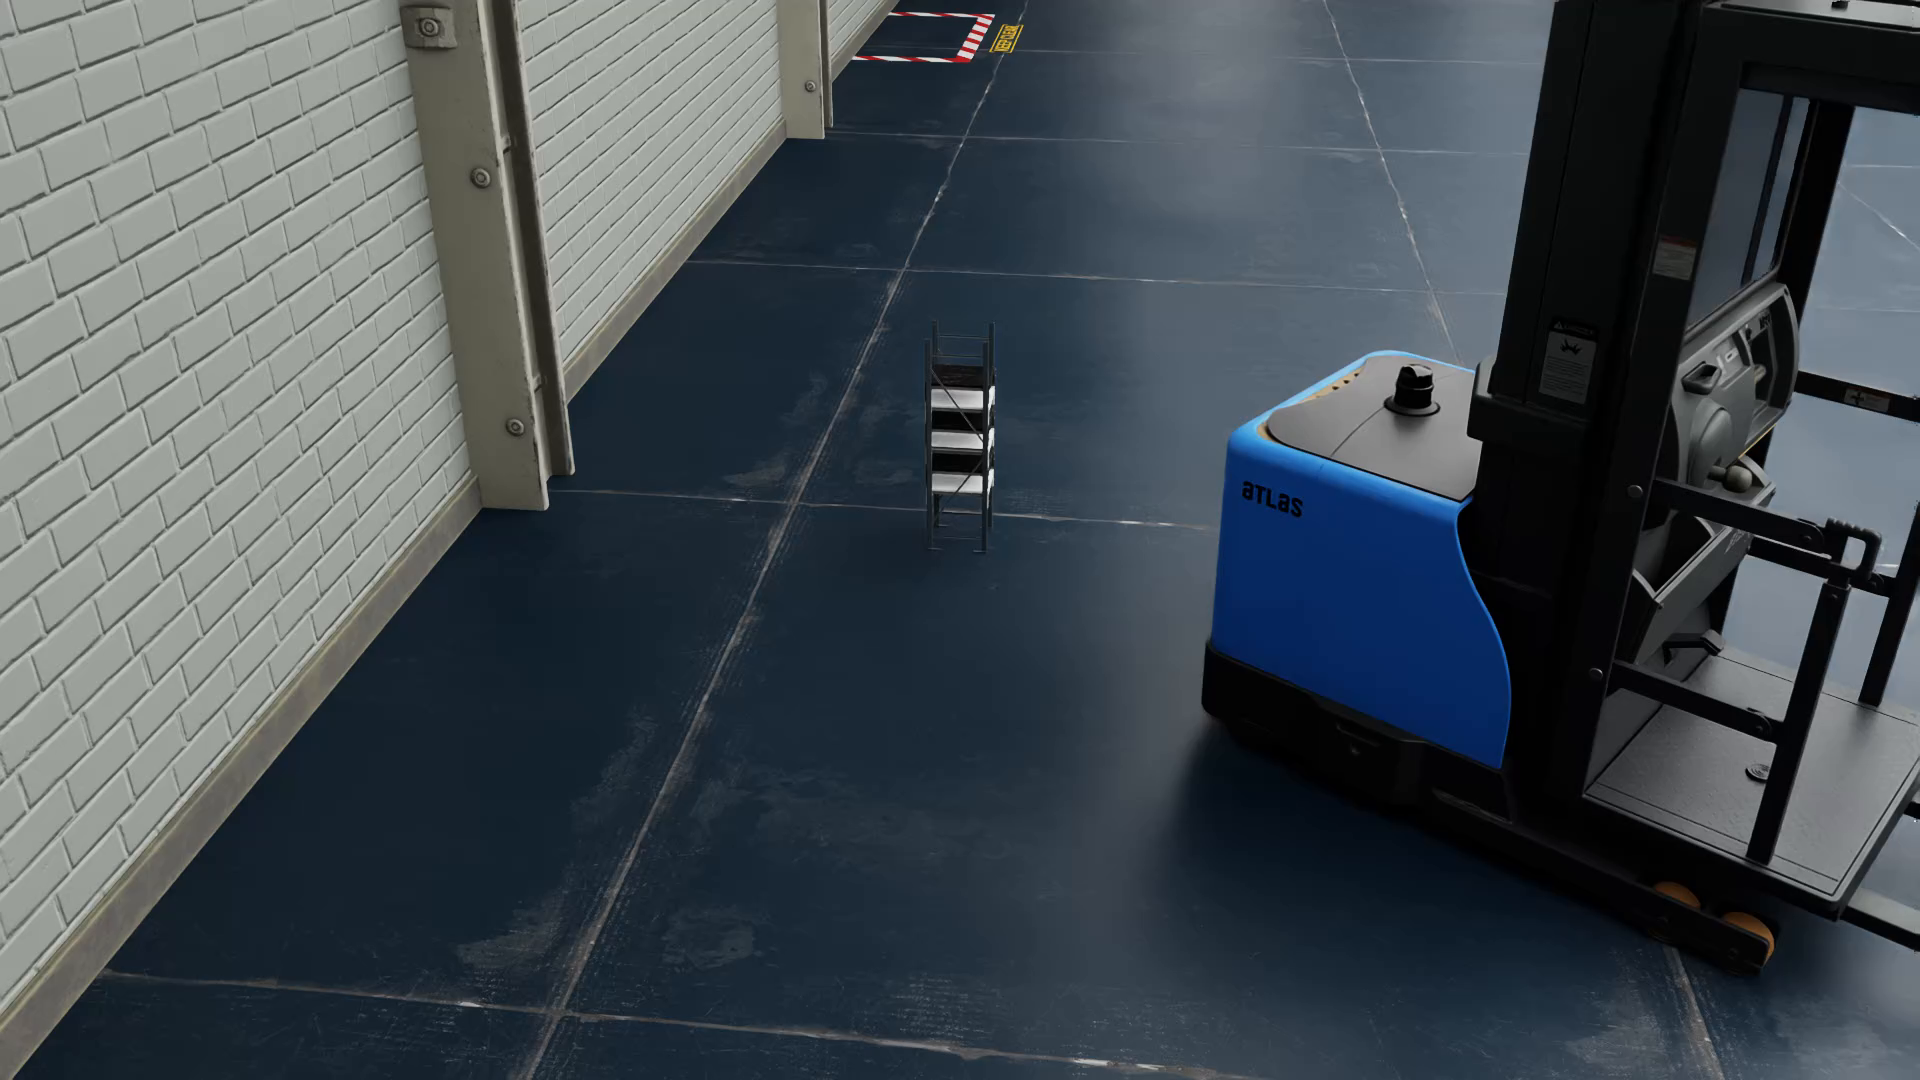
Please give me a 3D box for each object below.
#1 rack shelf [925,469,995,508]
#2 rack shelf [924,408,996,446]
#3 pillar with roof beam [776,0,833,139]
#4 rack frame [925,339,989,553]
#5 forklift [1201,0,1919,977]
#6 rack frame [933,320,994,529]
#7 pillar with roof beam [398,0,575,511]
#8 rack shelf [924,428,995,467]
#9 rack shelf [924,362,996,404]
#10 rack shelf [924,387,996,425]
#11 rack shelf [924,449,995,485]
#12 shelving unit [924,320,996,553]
[{"bbox_3d":[0.001,-0.212,6.645,0.258,0.077,0.200,3,28,6],"label":"rack shelf"},{"bbox_3d":[0.001,-0.450,6.517,0.258,0.077,0.200,3,28,6],"label":"rack shelf"},{"bbox_3d":[3.137,-6.761,9.811,9.100,9.000,0.400,3,28,6],"label":"pillar with roof beam"},{"bbox_3d":[-0.011,-0.352,6.455,0.240,0.900,0.006,3,28,6],"label":"rack frame"},{"bbox_3d":[2.249,-0.386,4.375,3.031,2.935,1.130,23,36,36],"label":"forklift"},{"bbox_3d":[0.013,-0.448,6.632,0.240,0.900,0.006,3,28,6],"label":"rack frame"},{"bbox_3d":[2.402,-3.936,4.569,9.100,9.000,0.400,3,28,6],"label":"pillar with roof beam"},{"bbox_3d":[0.001,-0.371,6.559,0.258,0.077,0.200,3,28,6],"label":"rack shelf"},{"bbox_3d":[0.001,-0.608,6.431,0.258,0.077,0.200,3,28,6],"label":"rack shelf"},{"bbox_3d":[0.001,-0.529,6.474,0.258,0.077,0.200,3,28,6],"label":"rack shelf"},{"bbox_3d":[0.001,-0.291,6.602,0.258,0.077,0.200,3,28,6],"label":"rack shelf"},{"bbox_3d":[0.001,-0.400,6.544,0.258,0.900,0.210,3,28,6],"label":"shelving unit"}]
